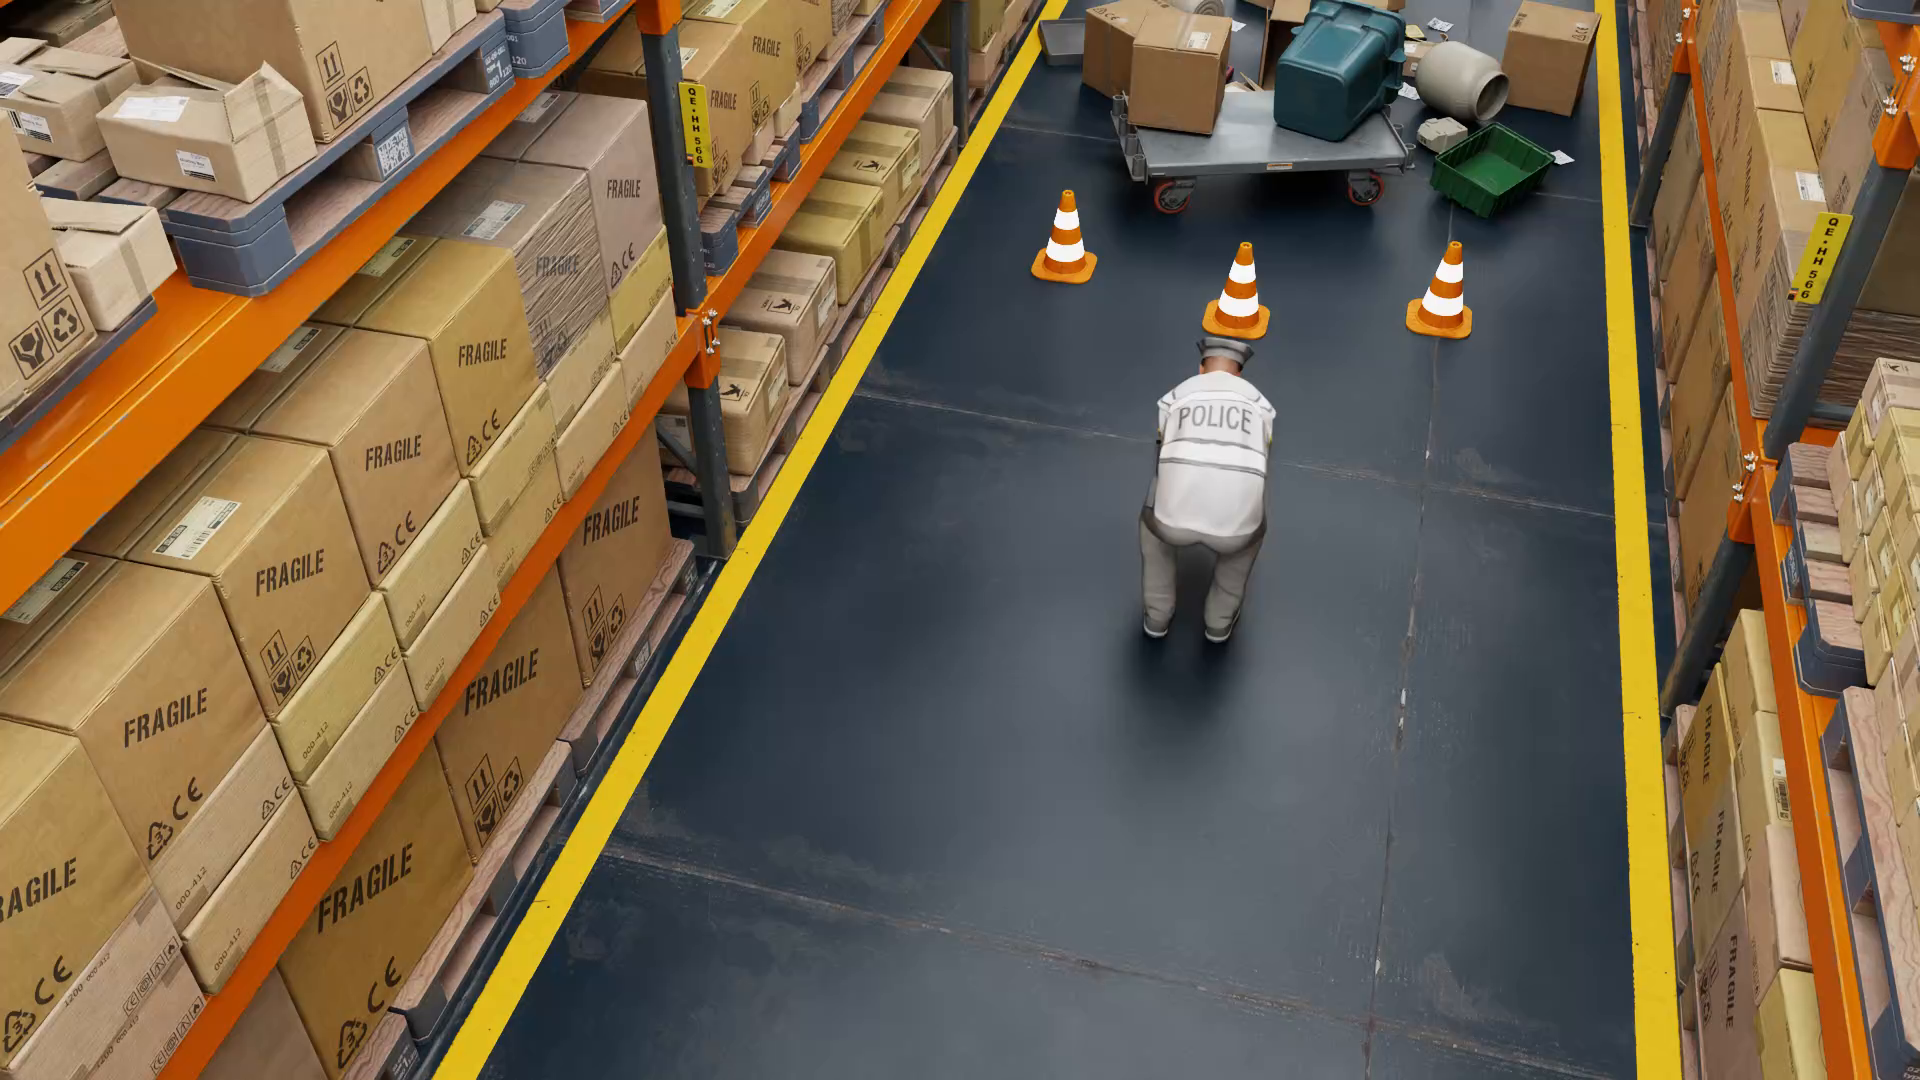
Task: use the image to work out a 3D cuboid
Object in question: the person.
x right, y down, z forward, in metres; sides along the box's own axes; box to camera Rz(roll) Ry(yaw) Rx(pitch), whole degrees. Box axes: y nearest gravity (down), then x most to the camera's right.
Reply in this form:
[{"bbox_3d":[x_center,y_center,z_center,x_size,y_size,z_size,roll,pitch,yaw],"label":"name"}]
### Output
[{"bbox_3d":[1.021,-0.182,6.883,0.528,1.077,1.033,8,41,9],"label":"person"}]
